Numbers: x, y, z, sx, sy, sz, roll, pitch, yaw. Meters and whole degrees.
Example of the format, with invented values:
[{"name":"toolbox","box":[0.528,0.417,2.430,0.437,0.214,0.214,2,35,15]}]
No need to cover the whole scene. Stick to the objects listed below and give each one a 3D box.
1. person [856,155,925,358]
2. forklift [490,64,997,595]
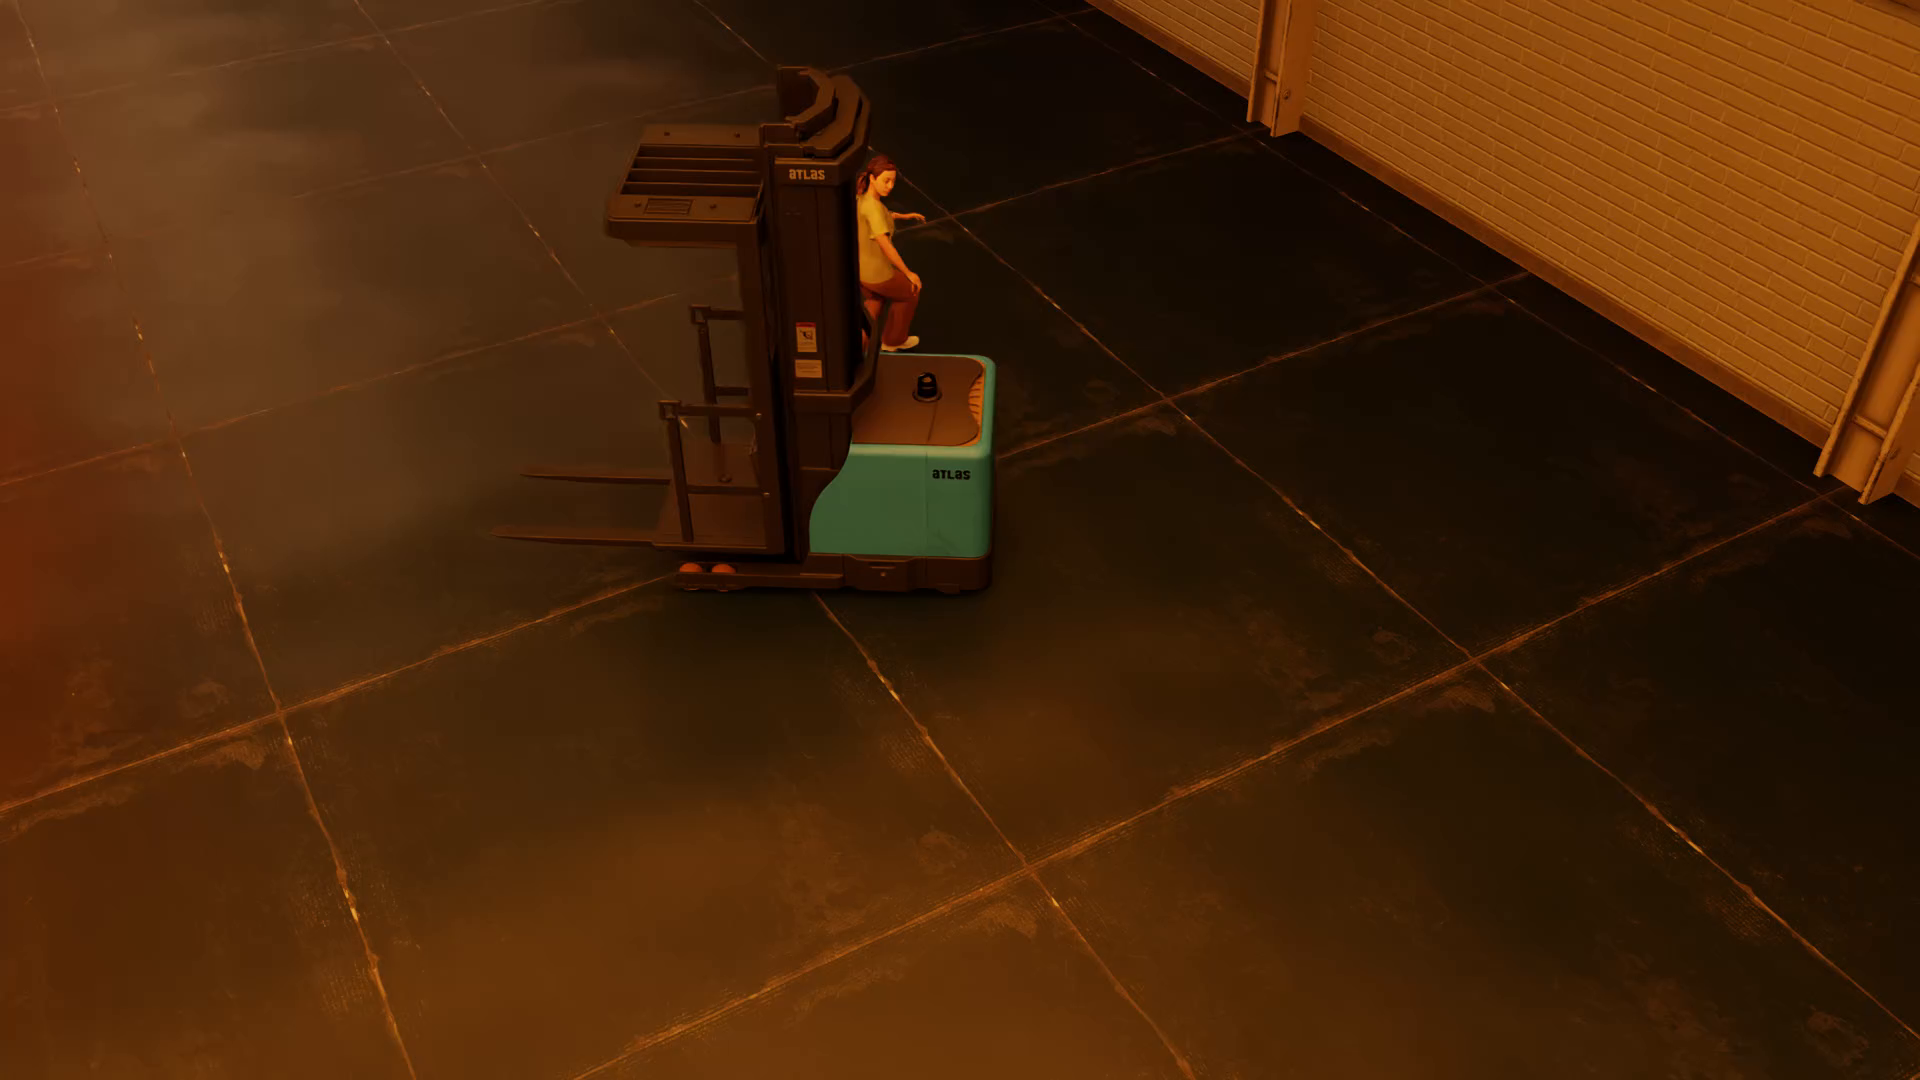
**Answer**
[{"name":"person","box":[-0.462,-1.884,11.404,0.786,1.542,0.794,-25,46,-27]},{"name":"forklift","box":[-1.304,-1.155,9.428,3.031,2.935,1.130,2,40,2]}]
